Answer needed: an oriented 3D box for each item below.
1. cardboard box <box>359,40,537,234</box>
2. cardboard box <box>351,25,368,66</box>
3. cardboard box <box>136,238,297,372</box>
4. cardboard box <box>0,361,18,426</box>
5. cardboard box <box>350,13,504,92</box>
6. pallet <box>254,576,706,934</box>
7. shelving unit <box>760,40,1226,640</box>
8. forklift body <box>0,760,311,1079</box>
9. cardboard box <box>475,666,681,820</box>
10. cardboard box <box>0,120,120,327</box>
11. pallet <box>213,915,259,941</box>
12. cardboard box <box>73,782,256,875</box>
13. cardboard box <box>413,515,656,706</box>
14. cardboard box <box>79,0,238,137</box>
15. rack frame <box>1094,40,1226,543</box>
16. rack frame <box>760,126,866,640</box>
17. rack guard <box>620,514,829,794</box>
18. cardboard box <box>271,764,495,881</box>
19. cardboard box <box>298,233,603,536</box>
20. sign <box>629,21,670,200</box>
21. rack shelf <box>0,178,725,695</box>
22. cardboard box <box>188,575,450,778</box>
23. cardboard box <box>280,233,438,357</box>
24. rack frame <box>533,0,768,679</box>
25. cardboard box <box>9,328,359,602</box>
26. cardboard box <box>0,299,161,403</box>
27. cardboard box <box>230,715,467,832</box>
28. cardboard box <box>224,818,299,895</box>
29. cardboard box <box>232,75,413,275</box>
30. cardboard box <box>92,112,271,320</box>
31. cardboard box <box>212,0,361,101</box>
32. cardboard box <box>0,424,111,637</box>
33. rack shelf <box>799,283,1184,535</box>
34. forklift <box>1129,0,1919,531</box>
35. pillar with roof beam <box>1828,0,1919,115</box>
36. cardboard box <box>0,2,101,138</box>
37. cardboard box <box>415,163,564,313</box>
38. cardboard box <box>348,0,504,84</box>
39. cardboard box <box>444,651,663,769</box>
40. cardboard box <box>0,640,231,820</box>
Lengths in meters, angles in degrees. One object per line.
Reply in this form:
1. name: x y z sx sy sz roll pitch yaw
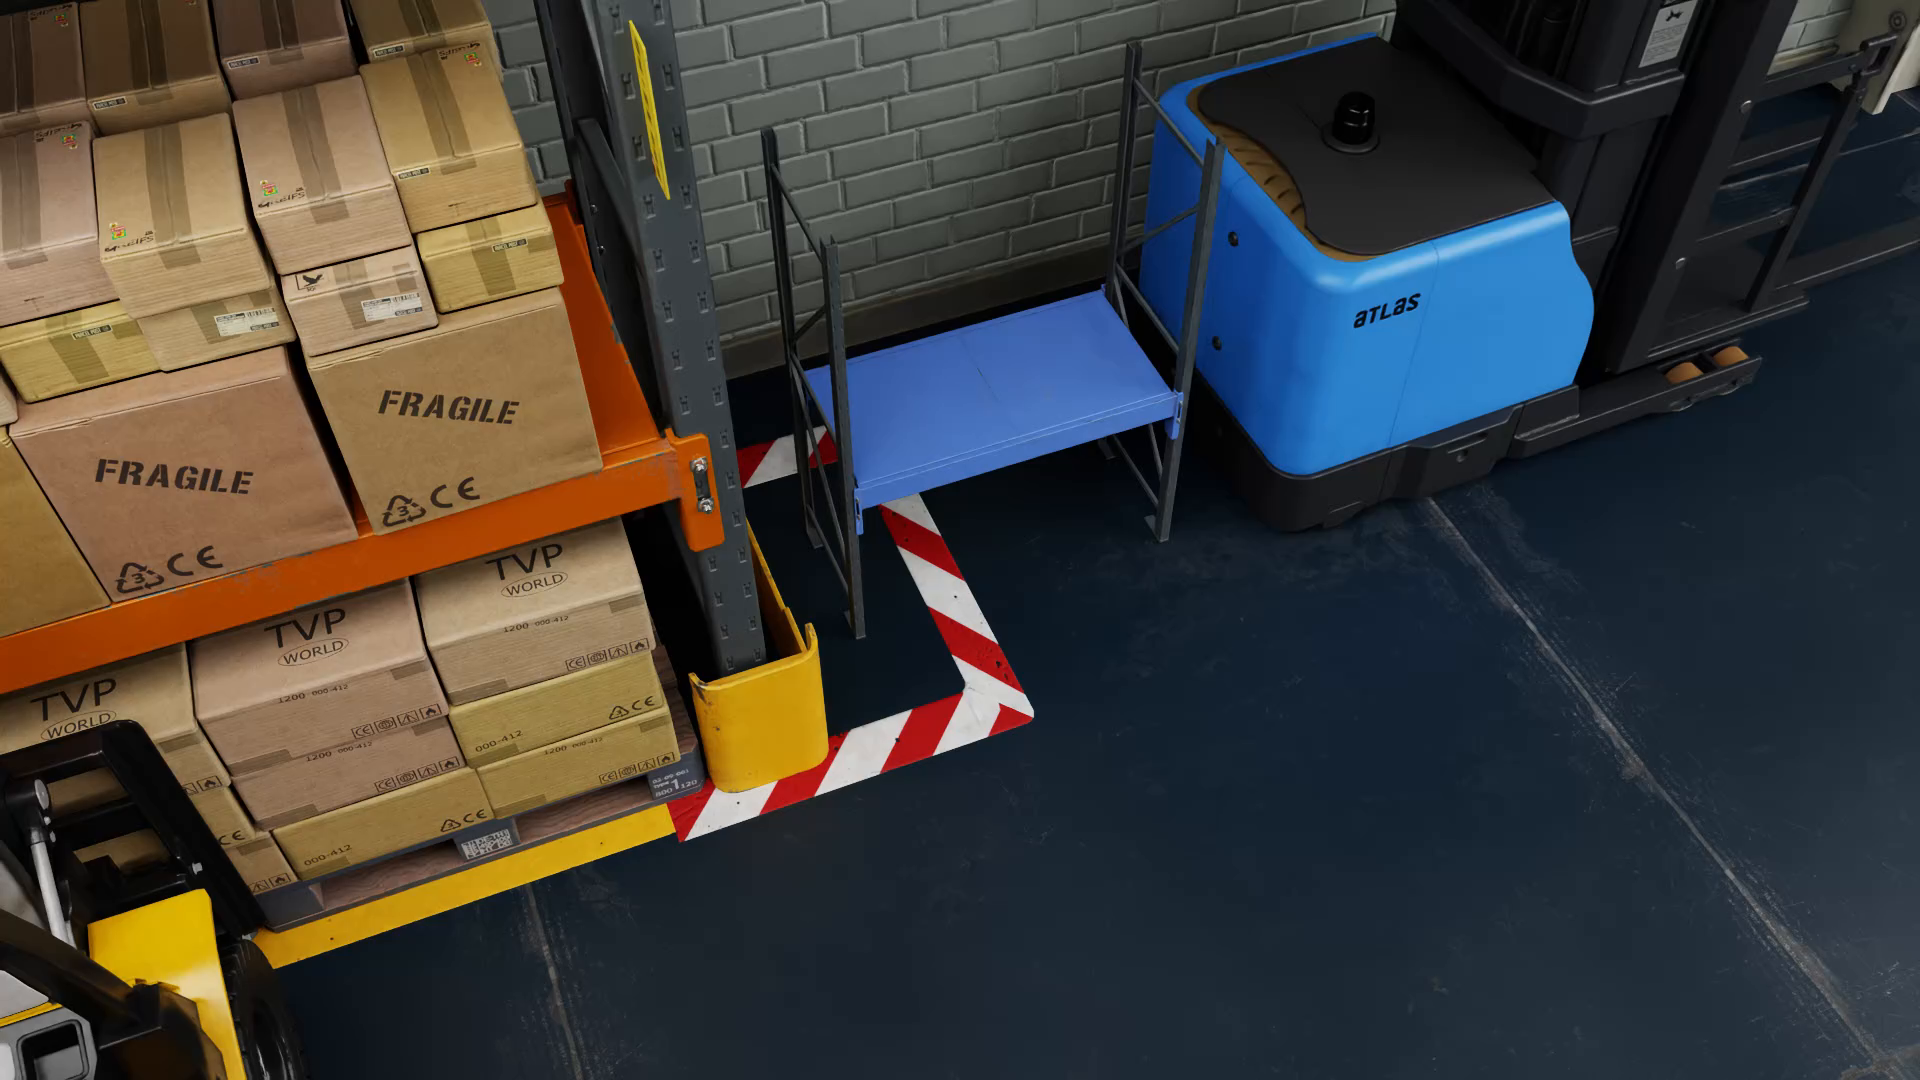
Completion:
1. cardboard box: -1.008 -0.797 3.268 0.250 0.149 0.380 -17 51 -14
2. cardboard box: -1.372 -0.921 3.570 0.250 0.149 0.380 -17 52 -14
3. cardboard box: -1.460 -0.529 3.234 0.250 0.149 0.380 -16 51 -14
4. cardboard box: -1.923 -0.356 3.085 0.250 0.149 0.380 -19 52 -15
5. cardboard box: -1.168 -1.036 3.669 0.250 0.149 0.380 -18 52 -15
6. pallet: -1.448 0.450 4.724 1.213 0.211 1.003 -17 52 -14
7. shelving unit: 0.079 -0.513 4.702 1.048 1.500 0.538 -17 52 -14
8. forklift body: -1.822 1.394 2.635 1.214 2.155 2.313 -17 52 -14
9. cardboard box: -1.071 0.408 4.458 0.500 0.250 0.500 -17 51 -14
10. cardboard box: -1.715 -0.592 3.091 0.250 0.149 0.380 -17 51 -14
11. pallet: -2.576 0.797 4.426 1.213 0.211 1.003 -17 52 -14
12. cardboard box: -2.027 0.547 4.009 0.500 0.250 0.500 -18 52 -15
13. cardboard box: -1.064 0.077 4.083 0.500 0.250 0.500 -16 51 -13
14. cardboard box: -1.642 -0.965 3.412 0.250 0.149 0.380 -16 51 -14
15. rack frame: 0.550 -0.659 4.827 0.032 1.500 0.500 -17 52 -14
16. rack frame: -0.392 -0.367 4.577 0.032 1.500 0.500 -17 52 -14
17. rack guard: -0.734 0.100 4.834 0.348 0.500 1.175 -17 52 -14
18. cardboard box: -1.535 0.544 4.341 0.500 0.250 0.500 -17 52 -14
19. cardboard box: -1.112 -0.414 3.563 0.500 0.500 0.500 -18 52 -15
20. sign: -0.564 -0.777 3.020 0.005 0.325 0.100 -17 52 -14
21. rack shelf: -2.607 0.101 3.660 4.000 0.370 1.077 -17 52 -14
22. cardboard box: -1.535 0.228 3.954 0.500 0.250 0.500 -16 51 -14
23. cardboard box: -1.196 -0.561 3.261 0.250 0.149 0.380 -16 51 -14
24. rack frame: -0.756 -0.707 3.880 0.127 3.000 1.000 -17 52 -14
25. cardboard box: -1.596 -0.272 3.440 0.500 0.500 0.500 -16 51 -13
26. cardboard box: -1.693 -0.466 3.180 0.250 0.149 0.380 -18 52 -15
27. cardboard box: -1.557 0.384 4.149 0.500 0.250 0.500 -18 52 -15
28. cardboard box: -2.002 0.682 4.223 0.500 0.250 0.500 -17 51 -14
29. cardboard box: -1.224 -0.705 3.188 0.250 0.149 0.380 -17 51 -14
30. cardboard box: -1.456 -0.611 3.108 0.250 0.149 0.380 -16 51 -13
31. cardboard box: -1.417 -1.069 3.502 0.250 0.149 0.380 -16 51 -13
32. cardboard box: -2.070 -0.125 3.314 0.500 0.500 0.500 -18 52 -15
33. rack shelf: 0.079 -0.396 4.838 1.000 0.185 0.538 -17 52 -14
34. forklift: 2.144 -1.739 4.811 3.031 2.935 1.130 -19 52 -15
35. pillar with roof beam: 5.441 -1.793 0.858 0.400 9.000 9.100 -17 52 -14
36. cardboard box: -1.876 -0.904 3.360 0.250 0.149 0.380 -17 51 -14
37. cardboard box: -0.971 -0.655 3.342 0.250 0.149 0.380 -17 51 -14
38. cardboard box: -1.148 -1.102 3.529 0.250 0.149 0.380 -18 52 -15
39. cardboard box: -1.088 0.248 4.266 0.500 0.250 0.500 -18 52 -15
40. cardboard box: -1.998 0.379 3.823 0.500 0.250 0.500 -17 51 -14
